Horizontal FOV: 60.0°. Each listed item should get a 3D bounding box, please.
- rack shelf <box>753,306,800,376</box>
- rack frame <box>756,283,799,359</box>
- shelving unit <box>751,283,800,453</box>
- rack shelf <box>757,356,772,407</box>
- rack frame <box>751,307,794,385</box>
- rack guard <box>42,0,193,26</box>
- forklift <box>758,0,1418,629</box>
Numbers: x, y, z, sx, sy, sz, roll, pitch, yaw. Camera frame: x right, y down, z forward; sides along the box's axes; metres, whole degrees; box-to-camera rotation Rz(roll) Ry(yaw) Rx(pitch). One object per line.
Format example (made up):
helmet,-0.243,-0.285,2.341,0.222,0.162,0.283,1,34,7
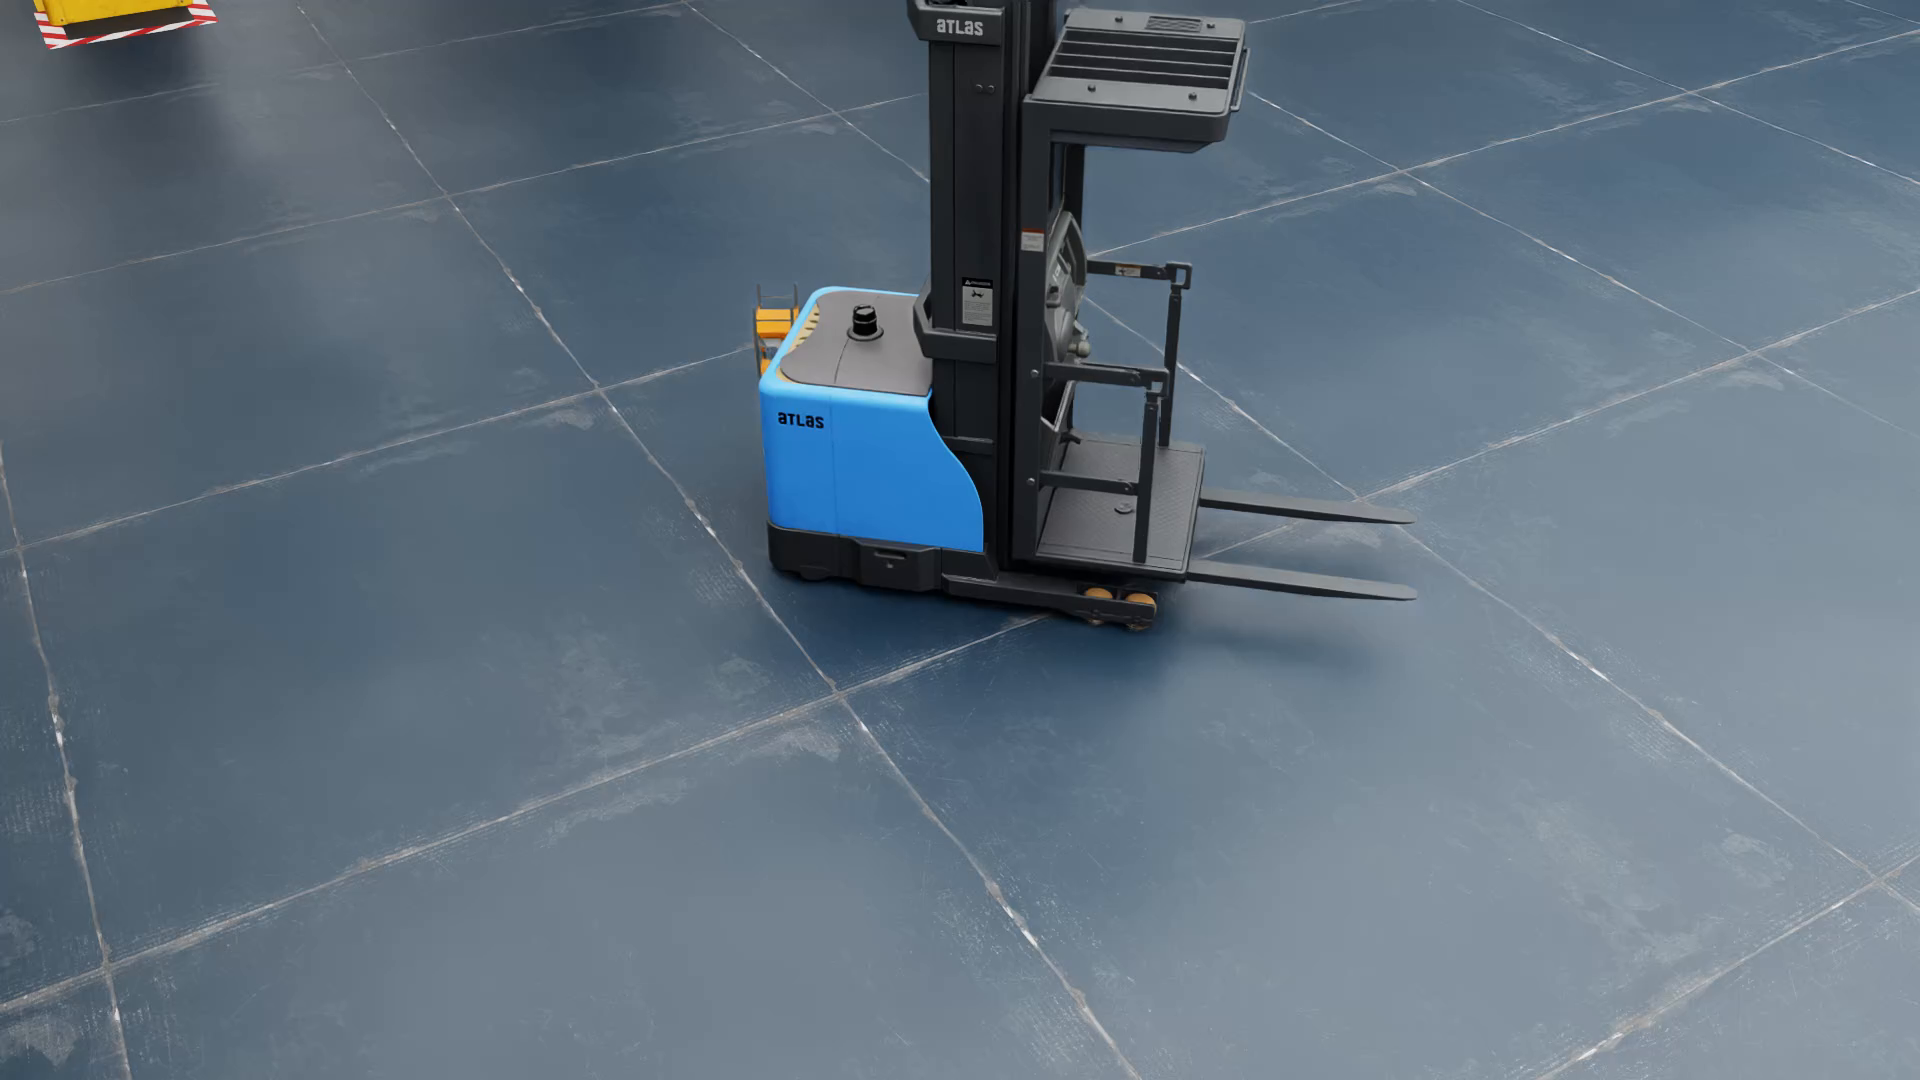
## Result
rack shelf,-0.902,-0.990,8.250,0.215,0.259,0.240,0,36,0
rack frame,-0.901,-0.841,8.510,0.200,1.050,0.008,0,36,0
shelving unit,-0.900,-0.769,8.411,0.215,1.050,0.252,0,36,0
rack shelf,-0.900,-0.760,8.418,0.215,0.259,0.240,0,36,0
rack frame,-0.900,-0.697,8.313,0.200,1.050,0.008,0,36,0
rack guard,-7.387,-4.872,14.497,1.175,0.500,0.348,-19,40,-24
forklift,0.652,-1.115,7.291,3.031,2.935,1.130,7,37,10
